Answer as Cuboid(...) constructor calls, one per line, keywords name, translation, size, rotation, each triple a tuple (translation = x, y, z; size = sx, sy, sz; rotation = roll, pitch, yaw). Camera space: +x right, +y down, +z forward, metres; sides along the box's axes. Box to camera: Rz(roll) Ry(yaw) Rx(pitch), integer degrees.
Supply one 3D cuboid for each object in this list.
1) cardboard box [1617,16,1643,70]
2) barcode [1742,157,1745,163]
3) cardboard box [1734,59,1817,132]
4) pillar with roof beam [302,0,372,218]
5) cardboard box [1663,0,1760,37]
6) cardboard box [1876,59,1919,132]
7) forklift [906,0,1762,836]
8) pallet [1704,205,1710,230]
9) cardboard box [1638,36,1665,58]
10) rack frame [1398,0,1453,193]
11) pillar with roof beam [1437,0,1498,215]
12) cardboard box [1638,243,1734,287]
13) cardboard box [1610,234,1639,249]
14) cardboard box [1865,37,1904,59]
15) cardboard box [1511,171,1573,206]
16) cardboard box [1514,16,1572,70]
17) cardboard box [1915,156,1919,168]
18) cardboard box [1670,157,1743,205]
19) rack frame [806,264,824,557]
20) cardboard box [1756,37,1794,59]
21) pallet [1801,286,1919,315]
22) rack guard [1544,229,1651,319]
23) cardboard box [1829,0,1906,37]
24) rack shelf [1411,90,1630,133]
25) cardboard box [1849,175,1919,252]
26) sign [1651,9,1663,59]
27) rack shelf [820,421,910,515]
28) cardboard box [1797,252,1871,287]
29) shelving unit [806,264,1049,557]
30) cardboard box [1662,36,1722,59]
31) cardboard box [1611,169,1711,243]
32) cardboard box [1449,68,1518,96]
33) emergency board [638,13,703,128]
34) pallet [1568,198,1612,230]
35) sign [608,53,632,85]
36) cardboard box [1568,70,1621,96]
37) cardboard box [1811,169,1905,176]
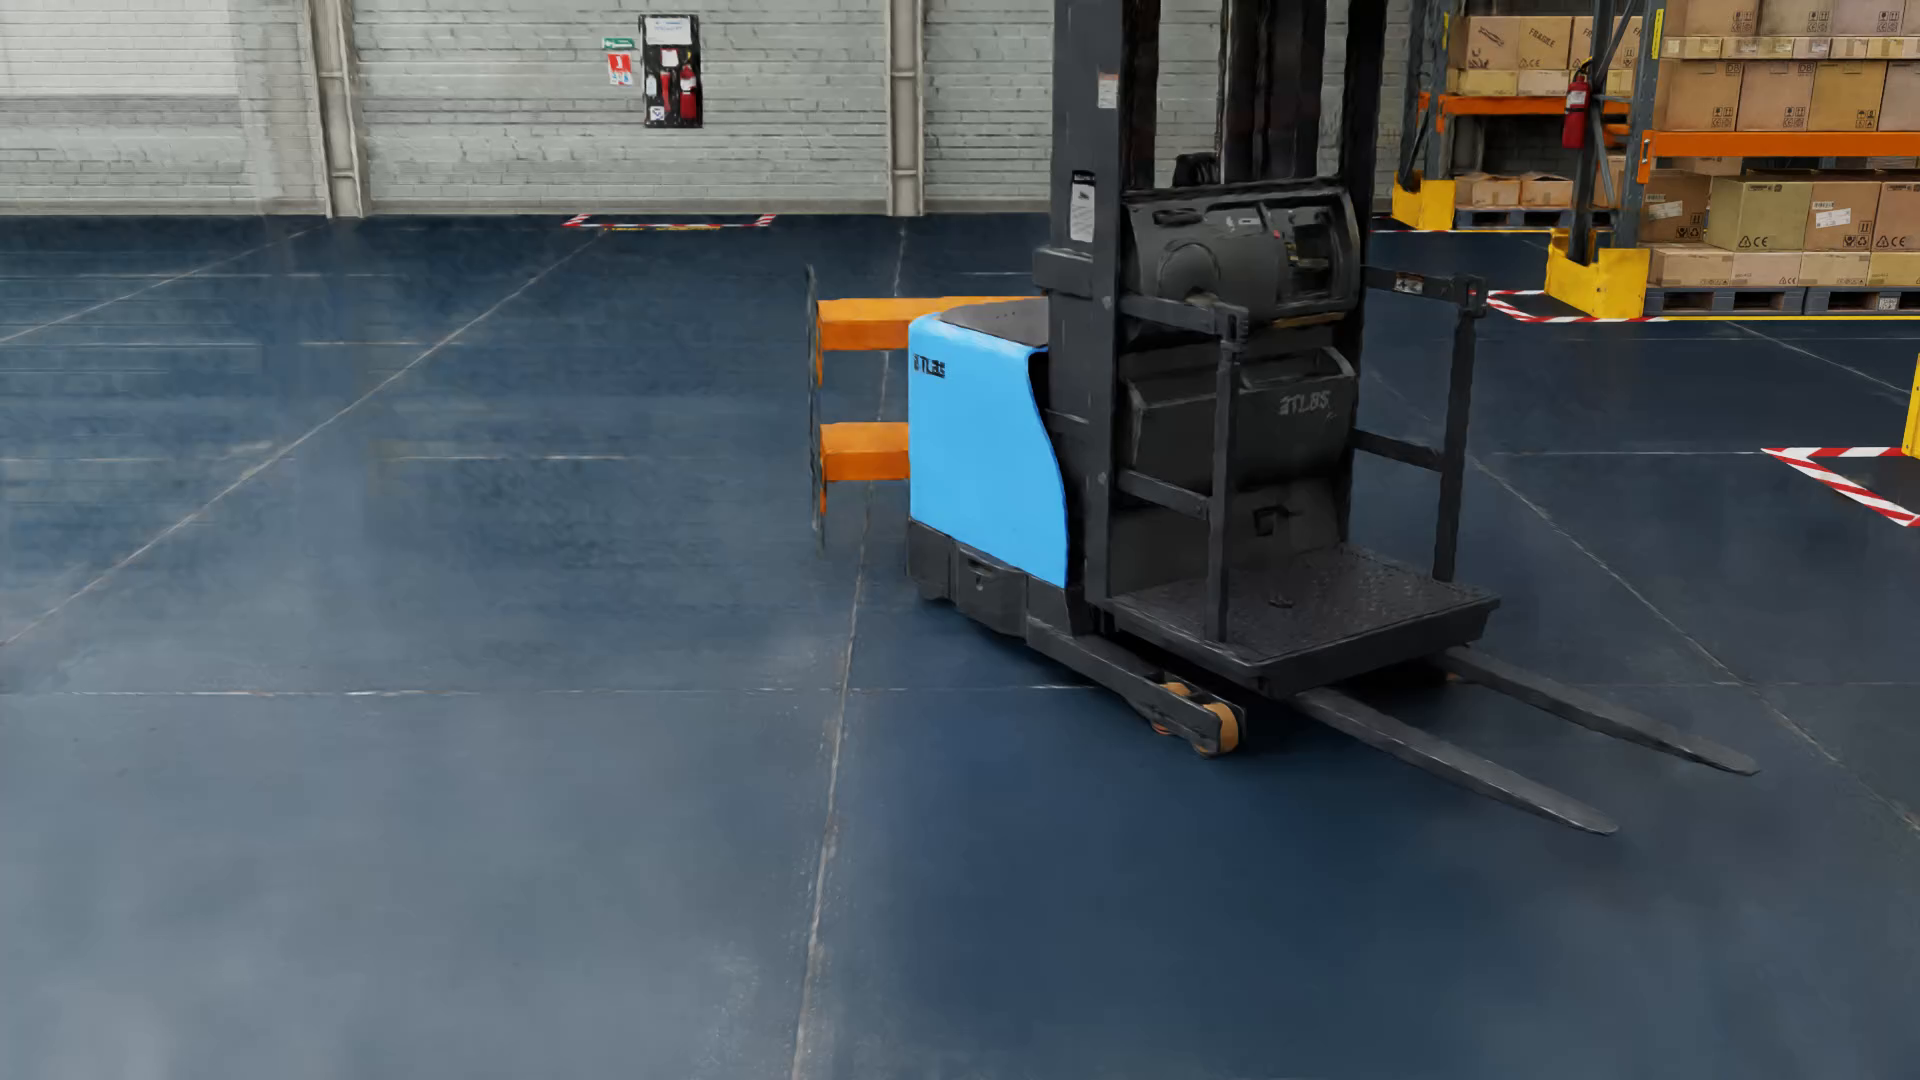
Cuboid(name="cardboard box", translation=(6.732, -4.933, 16.501), size=(0.500, 0.500, 0.500), rotation=(0, 18, 1))
Cuboid(name="barcode", translation=(8.179, -3.983, 17.402), size=(0.075, 0.075, 0.001), rotation=(0, 18, -1))
Cuboid(name="cardboard box", translation=(5.797, -3.259, 12.132), size=(0.500, 0.500, 0.700), rotation=(0, 18, 1))
Cuboid(name="pillar with roof beam", translation=(-6.521, -6.473, 12.495), size=(0.400, 9.000, 9.100), rotation=(0, 18, -1))
Cuboid(name="cardboard box", translation=(5.325, -3.873, 11.922), size=(0.500, 0.500, 0.700), rotation=(0, 18, -1))
Cuboid(name="cardboard box", translation=(6.820, -3.263, 12.145), size=(0.500, 0.500, 0.700), rotation=(0, 18, 1))
Cuboid(name="forklift", translation=(1.024, -0.905, 5.069), size=(1.130, 2.935, 3.031), rotation=(-11, 21, -32))
Cuboid(name="pallet", translation=(8.052, -3.399, 17.298), size=(1.213, 0.211, 1.003), rotation=(0, 18, -1))
Cuboid(name="cardboard box", translation=(5.184, -3.625, 12.212), size=(0.250, 0.149, 0.380), rotation=(-1, 18, -2))
Cuboid(name="rack frame", translation=(4.723, -4.722, 16.856), size=(0.127, 3.000, 1.000), rotation=(0, 18, -1))
Cuboid(name="pillar with roof beam", translation=(5.478, -6.531, 12.675), size=(0.400, 9.000, 9.100), rotation=(0, 18, -1))
Cuboid(name="cardboard box", translation=(5.345, -2.034, 12.292), size=(0.500, 0.250, 0.500), rotation=(0, 18, -1))
Cuboid(name="cardboard box", translation=(5.337, -2.192, 12.785), size=(0.500, 0.250, 0.500), rotation=(0, 18, -1))
Cuboid(name="cardboard box", translation=(6.489, -3.508, 11.847), size=(0.250, 0.149, 0.380), rotation=(-1, 18, -2))
Cuboid(name="cardboard box", translation=(5.987, -3.629, 17.133), size=(0.500, 0.311, 0.500), rotation=(1, 18, 4))
Cuboid(name="cardboard box", translation=(5.700, -4.927, 16.480), size=(0.500, 0.500, 0.500), rotation=(0, 18, -1))
Cuboid(name="cardboard box", translation=(9.974, -3.787, 17.313), size=(0.500, 0.500, 0.700), rotation=(-1, 18, -2))
Cuboid(name="cardboard box", translation=(7.686, -3.743, 17.177), size=(0.500, 0.500, 0.500), rotation=(-2, 18, -5))
Cuboid(name="rack frame", translation=(-0.603, -0.544, 6.902), size=(0.032, 1.125, 0.500), rotation=(-2, 18, -6))
Cuboid(name="cardboard box", translation=(5.714, -3.504, 11.835), size=(0.250, 0.149, 0.380), rotation=(0, 18, -1))
Cuboid(name="pallet", translation=(6.786, -1.902, 12.632), size=(1.213, 0.211, 1.003), rotation=(0, 18, -1))
Cuboid(name="rack guard", translation=(4.781, -2.018, 12.521), size=(0.348, 0.500, 1.175), rotation=(0, 18, -1))
Cuboid(name="cardboard box", translation=(6.355, -3.880, 11.943), size=(0.500, 0.500, 0.700), rotation=(0, 18, -1))
Cuboid(name="rack shelf", translation=(6.723, -4.389, 16.996), size=(4.000, 0.370, 1.077), rotation=(0, 18, -1))
Cuboid(name="cardboard box", translation=(6.845, -2.398, 12.197), size=(0.500, 0.500, 0.500), rotation=(0, 18, -1))
Cuboid(name="sign", translation=(4.808, -3.489, 11.467), size=(0.005, 0.325, 0.100), rotation=(0, 18, -1))
Cuboid(name="rack shelf", translation=(-0.098, -0.329, 7.031), size=(1.000, 0.278, 0.538), rotation=(-2, 18, -6))
Cuboid(name="cardboard box", translation=(6.345, -2.040, 12.310), size=(0.500, 0.250, 0.500), rotation=(0, 18, -1))
Cuboid(name="shelving unit", translation=(-0.098, -0.562, 6.957), size=(1.048, 1.125, 0.538), rotation=(-2, 18, -6))
Cuboid(name="cardboard box", translation=(5.201, -3.501, 11.826), size=(0.250, 0.149, 0.380), rotation=(0, 18, -1))
Cuboid(name="cardboard box", translation=(5.337, -2.550, 12.672), size=(0.500, 0.500, 0.500), rotation=(0, 18, -1))
Cuboid(name="cardboard box", translation=(5.216, -4.565, 16.581), size=(0.500, 0.250, 0.500), rotation=(-1, 18, -2))
Cuboid(name="emergency board", translation=(-3.061, -4.960, 17.599), size=(0.643, 1.169, 0.194), rotation=(0, 18, -1))
Cuboid(name="pallet", translation=(6.829, -3.392, 17.277), size=(1.213, 0.211, 1.003), rotation=(0, 18, -1))
Cuboid(name="sign", translation=(-3.616, -5.006, 17.683), size=(0.234, 0.329, 0.001), rotation=(0, 18, -1))
Cuboid(name="cardboard box", translation=(6.245, -4.573, 16.604), size=(0.500, 0.250, 0.500), rotation=(-1, 18, -2))
Cuboid(name="cardboard box", translation=(6.836, -2.561, 12.708), size=(0.500, 0.500, 0.500), rotation=(0, 18, -1))
